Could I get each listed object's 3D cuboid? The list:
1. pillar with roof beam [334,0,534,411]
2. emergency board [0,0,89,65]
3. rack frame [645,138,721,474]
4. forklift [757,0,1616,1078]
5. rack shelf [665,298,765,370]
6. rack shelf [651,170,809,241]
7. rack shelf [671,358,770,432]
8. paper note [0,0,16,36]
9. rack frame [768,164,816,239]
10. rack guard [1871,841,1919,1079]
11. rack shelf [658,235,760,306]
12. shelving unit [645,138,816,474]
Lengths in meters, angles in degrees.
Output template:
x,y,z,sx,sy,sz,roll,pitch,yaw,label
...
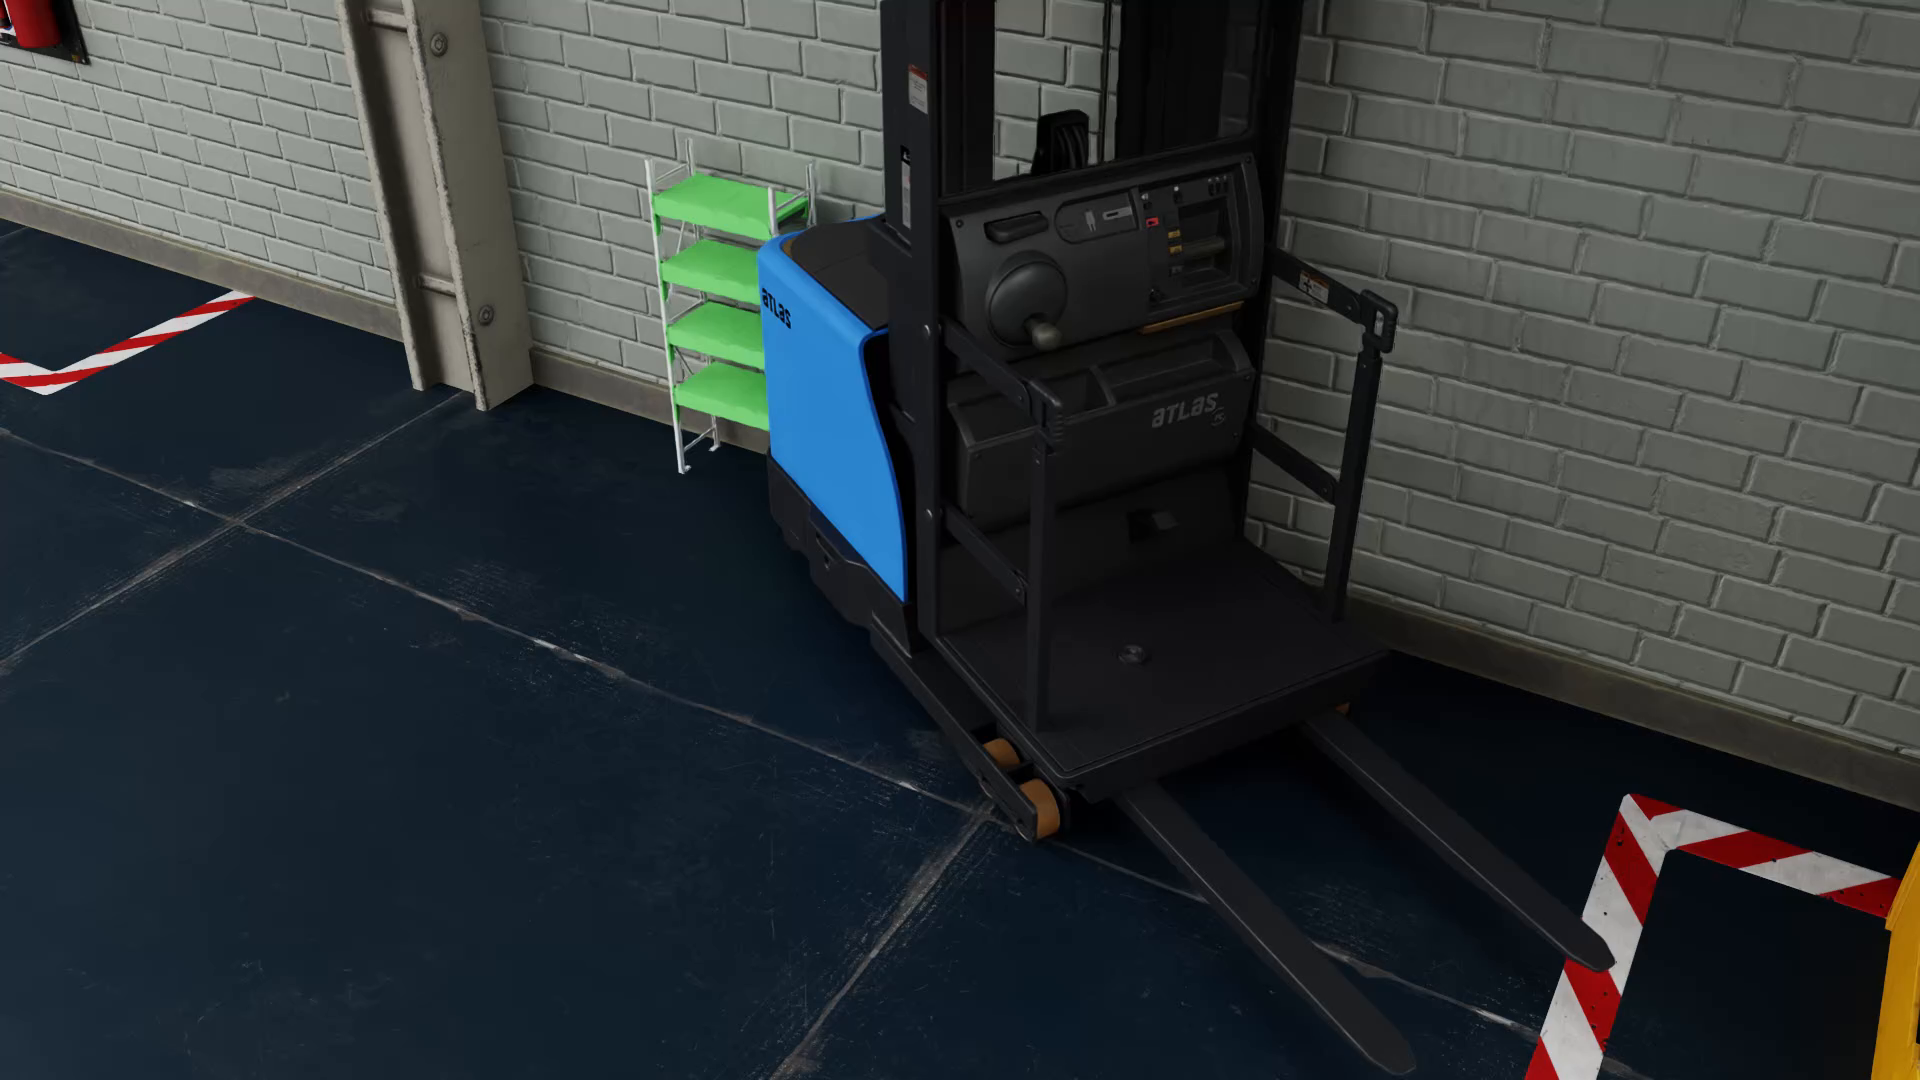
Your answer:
x,y,z,sx,sy,sz,roll,pitch,yaw,label
-4.084,-2.304,1.092,0.400,9.000,9.100,18,37,24,pillar with roof beam
-4.075,-2.577,6.914,0.643,1.169,0.194,18,37,24,emergency board
-0.969,-0.801,5.870,0.015,1.200,0.240,17,37,24,rack frame
0.501,-0.693,4.147,1.130,2.935,3.031,-17,37,-24,forklift
-0.756,-0.682,5.806,0.480,0.148,0.258,17,37,24,rack shelf
-0.756,-1.081,5.540,0.480,0.148,0.258,17,37,24,rack shelf
-0.756,-0.482,5.939,0.480,0.148,0.258,17,37,24,rack shelf
-4.194,-2.292,7.281,0.142,0.148,0.016,18,37,24,paper note
-0.543,-0.669,5.672,0.015,1.200,0.240,17,37,24,rack frame
2.290,1.056,3.713,0.348,0.500,1.175,18,37,24,rack guard
-0.756,-0.882,5.673,0.480,0.148,0.258,17,37,24,rack shelf
-0.756,-0.735,5.771,0.503,1.200,0.258,17,37,24,shelving unit
